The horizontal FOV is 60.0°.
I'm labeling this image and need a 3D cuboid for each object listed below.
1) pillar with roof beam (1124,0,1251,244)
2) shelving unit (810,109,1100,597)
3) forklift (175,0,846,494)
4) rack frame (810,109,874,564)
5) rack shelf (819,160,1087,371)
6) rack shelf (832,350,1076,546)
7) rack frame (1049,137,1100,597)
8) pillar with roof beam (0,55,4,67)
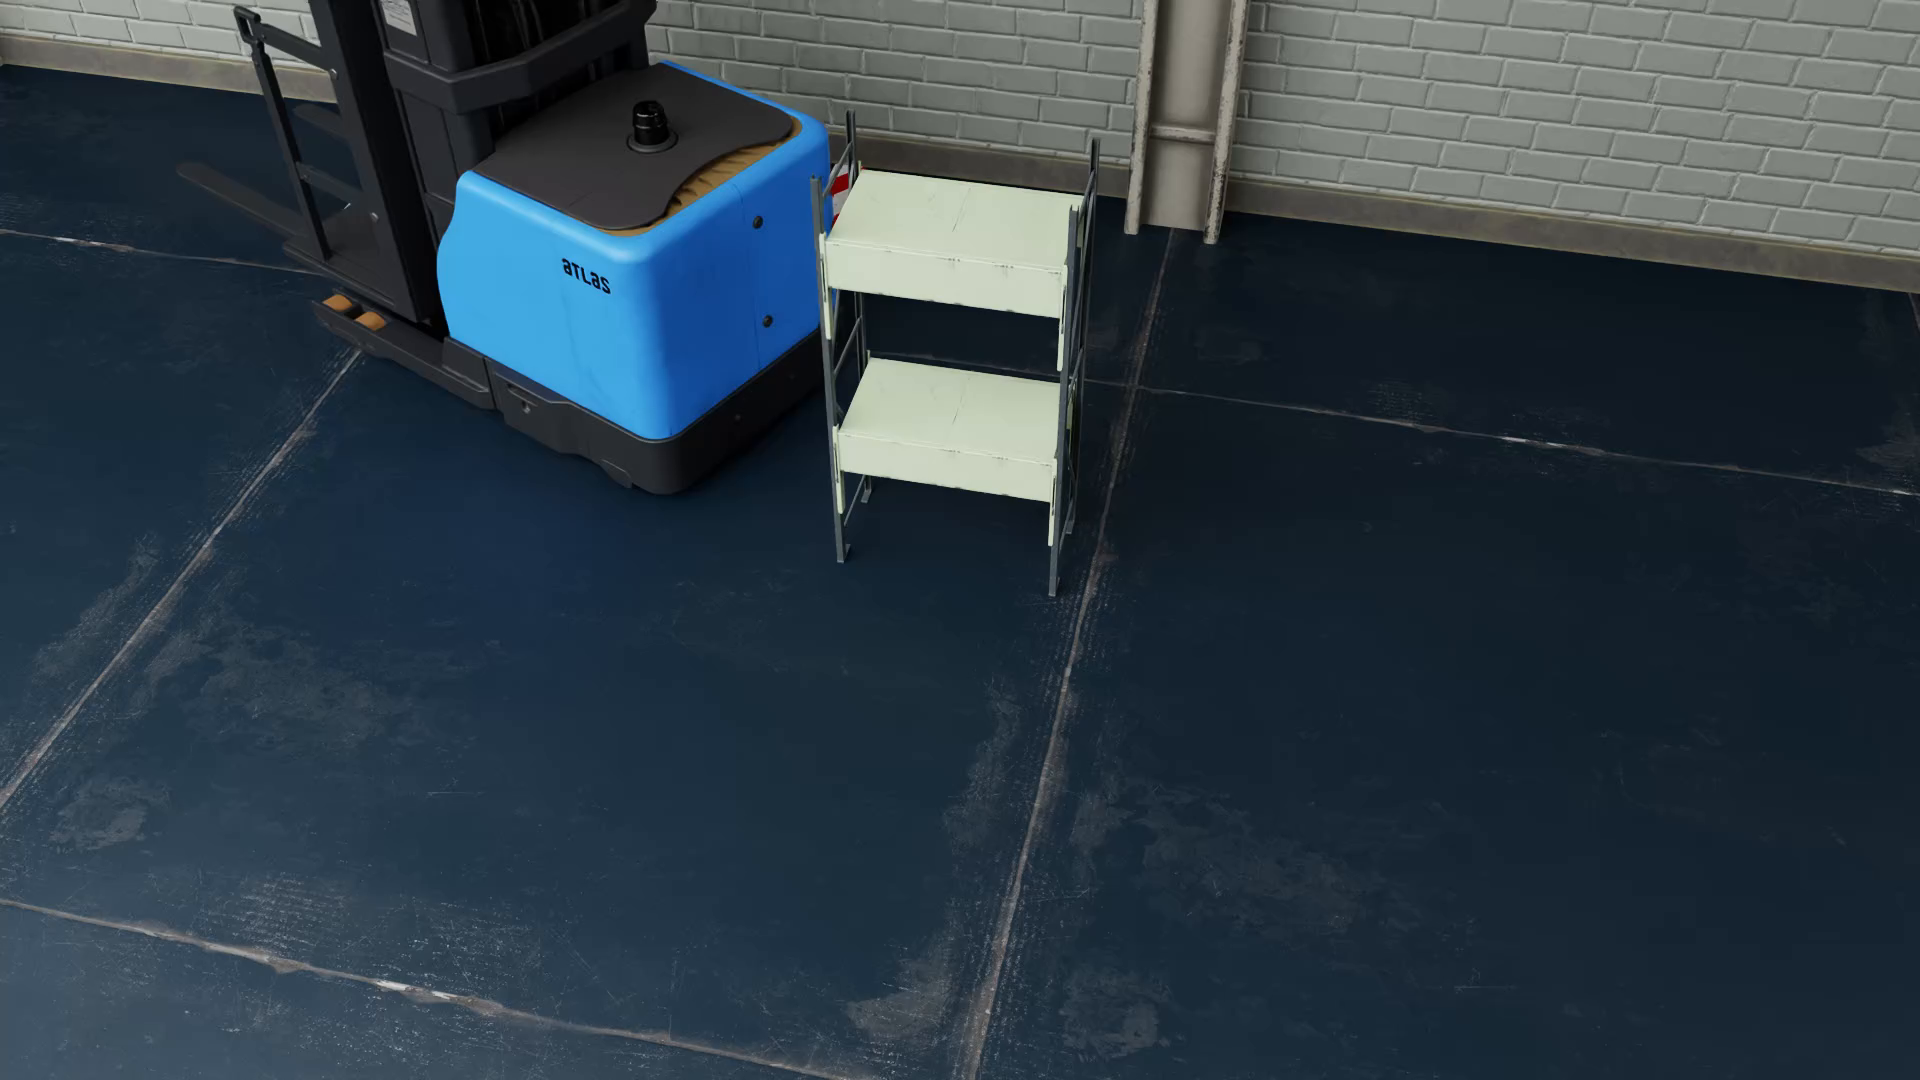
[{"bbox_3d":[-0.011,-1.716,1.044,0.400,9.000,9.100,9,45,9],"label":"pillar with roof beam"},{"bbox_3d":[-0.007,-0.541,5.231,0.755,1.500,0.431,9,45,9],"label":"shelving unit"},{"bbox_3d":[-1.925,-2.047,5.763,3.031,2.935,1.130,27,50,25],"label":"forklift"},{"bbox_3d":[-0.364,-0.597,5.289,0.023,1.500,0.400,9,45,9],"label":"rack frame"},{"bbox_3d":[-0.007,-0.823,4.960,0.720,0.370,0.431,9,45,9],"label":"rack shelf"},{"bbox_3d":[-0.007,-0.306,5.457,0.720,0.370,0.431,9,45,9],"label":"rack shelf"},{"bbox_3d":[0.351,-0.486,5.173,0.023,1.500,0.400,9,45,9],"label":"rack frame"},{"bbox_3d":[-5.866,-2.625,1.988,0.400,9.000,9.100,9,45,9],"label":"pillar with roof beam"}]
